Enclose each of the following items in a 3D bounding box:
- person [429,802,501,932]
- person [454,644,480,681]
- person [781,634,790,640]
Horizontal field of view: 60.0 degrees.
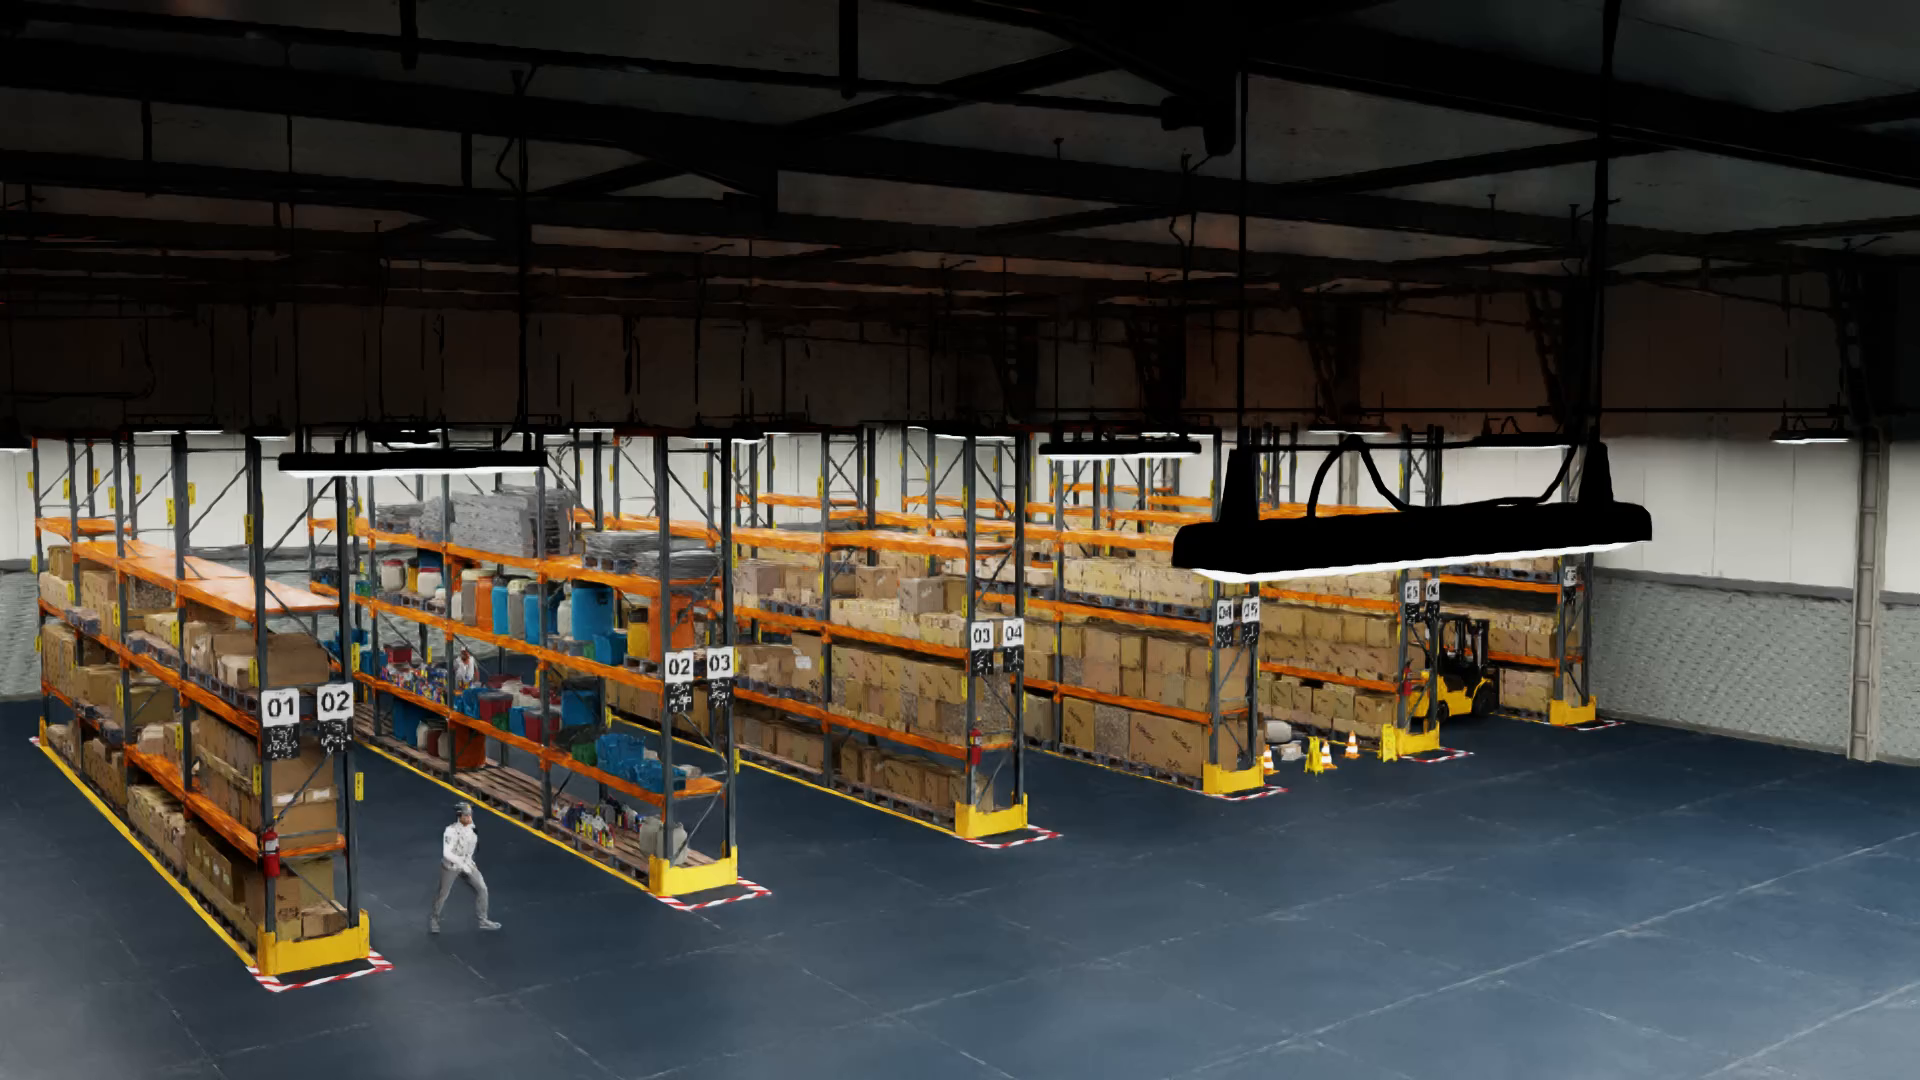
[{"bbox_3d":[-6.059,3.936,20.116,0.798,1.610,0.634,3,5,35],"label":"person"},{"bbox_3d":[-9.784,2.899,32.777,0.677,1.741,0.552,-4,6,-40],"label":"person"},{"bbox_3d":[-4.661,1.914,45.887,0.488,1.645,0.687,2,5,25],"label":"person"}]
